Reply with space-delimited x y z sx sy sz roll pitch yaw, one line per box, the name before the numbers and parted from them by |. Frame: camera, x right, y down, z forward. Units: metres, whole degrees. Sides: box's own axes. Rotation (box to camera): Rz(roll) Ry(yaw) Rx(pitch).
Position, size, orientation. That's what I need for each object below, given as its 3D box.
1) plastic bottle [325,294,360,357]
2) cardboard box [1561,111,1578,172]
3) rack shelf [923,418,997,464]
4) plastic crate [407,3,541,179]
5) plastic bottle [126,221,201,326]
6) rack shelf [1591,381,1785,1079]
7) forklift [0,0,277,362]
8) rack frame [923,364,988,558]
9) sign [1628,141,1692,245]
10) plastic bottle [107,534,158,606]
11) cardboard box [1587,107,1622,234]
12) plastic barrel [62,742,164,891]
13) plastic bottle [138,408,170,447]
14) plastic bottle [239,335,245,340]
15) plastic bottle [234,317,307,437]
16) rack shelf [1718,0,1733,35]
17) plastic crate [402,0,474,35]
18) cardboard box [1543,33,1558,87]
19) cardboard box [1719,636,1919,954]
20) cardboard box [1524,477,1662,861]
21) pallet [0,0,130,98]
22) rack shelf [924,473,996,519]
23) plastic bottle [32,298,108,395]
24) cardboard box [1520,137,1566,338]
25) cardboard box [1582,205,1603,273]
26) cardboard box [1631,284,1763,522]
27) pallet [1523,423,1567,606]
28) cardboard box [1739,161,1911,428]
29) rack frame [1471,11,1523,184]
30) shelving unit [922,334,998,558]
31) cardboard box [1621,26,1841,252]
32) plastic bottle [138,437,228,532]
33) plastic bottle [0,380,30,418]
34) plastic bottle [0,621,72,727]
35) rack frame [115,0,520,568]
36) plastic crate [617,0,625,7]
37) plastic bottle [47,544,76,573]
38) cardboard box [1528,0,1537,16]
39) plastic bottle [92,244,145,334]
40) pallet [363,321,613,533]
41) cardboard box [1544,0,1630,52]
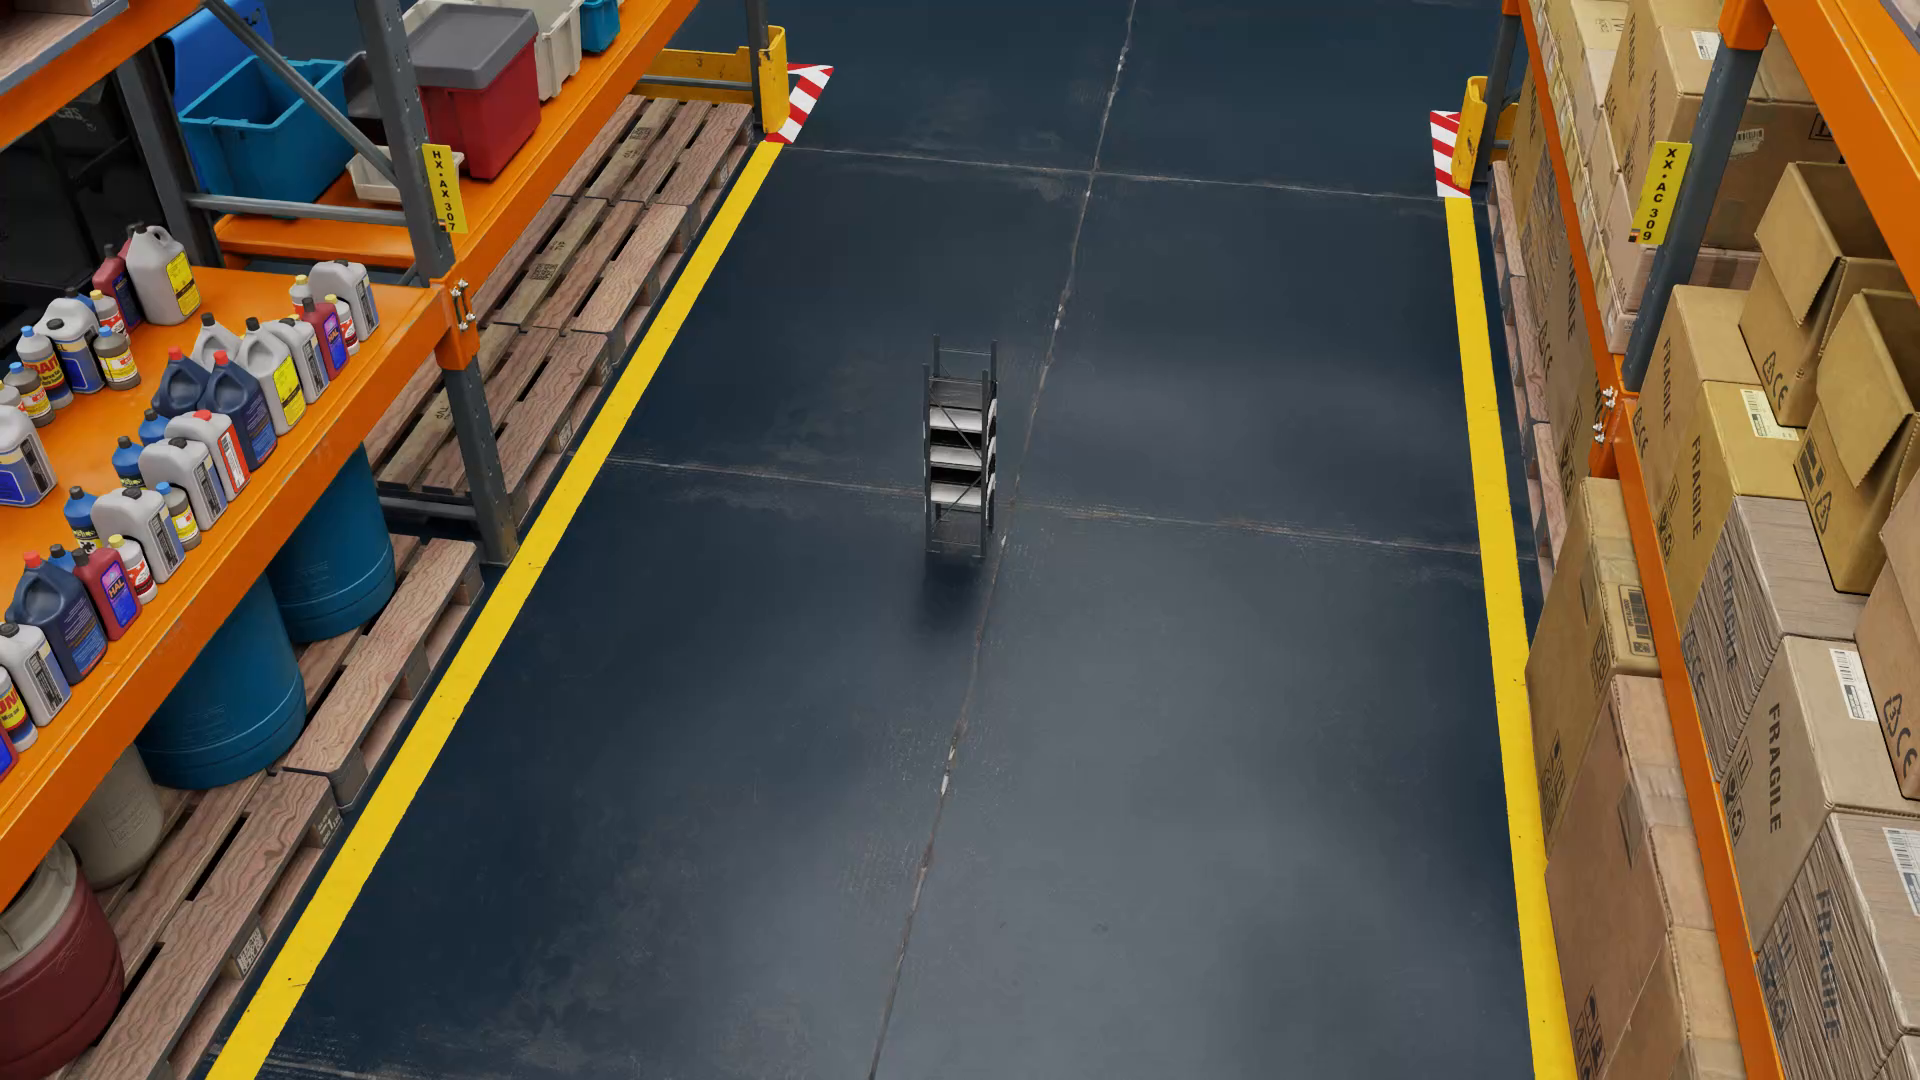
plastic bottle | -2.021 -0.702 5.401 0.097 0.201 0.097 0 40 0
cardboard box | 2.553 -1.529 6.442 0.380 0.149 0.250 6 40 7
rack shelf | 0.001 -0.396 6.433 0.258 0.077 0.200 6 40 8
plastic crate | -1.876 -1.718 6.377 0.402 0.464 0.583 6 40 8
plastic bottle | -2.665 -0.908 5.533 0.144 0.351 0.185 6 40 8
rack shelf | 2.254 0.941 3.822 1.077 0.370 4.000 6 40 8
forklift | -4.438 -2.362 7.307 1.130 2.935 3.031 9 40 10
rack frame | -0.016 -0.288 6.392 0.240 0.900 0.006 6 40 8
sign | 2.054 -1.016 4.883 0.100 0.325 0.005 6 40 8
plastic bottle | -2.235 0.074 4.463 0.097 0.201 0.097 0 40 0
cardboard box | 2.506 -1.279 5.828 0.500 0.250 0.500 8 40 9
plastic barrel | -2.697 0.788 5.066 0.421 0.512 0.421 0 40 0
plastic bottle | -2.304 -0.261 4.813 0.097 0.271 0.097 0 40 0
plastic bottle | -2.217 -0.551 5.218 0.097 0.201 0.097 0 40 0
plastic bottle | -2.114 -0.506 5.046 0.144 0.351 0.185 6 40 8
rack shelf | 2.947 -2.725 5.903 1.077 0.370 4.000 6 40 8
plastic crate | -2.272 -2.185 7.199 0.293 0.136 0.466 6 40 8
cardboard box | 2.686 -2.011 7.026 0.380 0.149 0.250 6 40 7
cardboard box | 2.017 0.586 3.609 0.500 0.500 0.500 7 40 9
cardboard box | 2.510 0.469 5.166 1.225 0.875 0.875 7 40 8
pallet | -2.510 -1.006 3.407 1.003 0.211 1.213 6 40 8
rack shelf | 0.001 -0.187 6.605 0.258 0.077 0.200 6 40 8
plastic bottle | -2.796 -0.612 5.233 0.152 0.276 0.135 6 40 8
cardboard box | 3.103 -1.463 7.504 0.875 0.875 0.875 6 40 8
cardboard box | 2.420 -1.045 5.857 0.380 0.149 0.250 6 40 7
cardboard box | 2.275 -0.369 4.764 0.500 0.500 0.500 7 40 8
pallet | 2.809 0.015 6.567 1.003 0.211 1.213 6 40 8
cardboard box | 2.498 -0.615 4.274 0.797 0.503 0.637 5 40 7
rack frame | 3.293 -3.102 8.148 1.000 3.000 0.127 6 40 8
shelving unit | 0.001 -0.352 6.469 0.258 0.900 0.210 6 40 8
cardboard box | 2.417 -1.255 5.210 0.500 0.500 0.500 7 40 9
plastic bottle | -2.201 -0.177 4.707 0.152 0.276 0.135 6 40 8
plastic bottle | -2.877 -0.391 5.025 0.097 0.201 0.097 0 40 0
plastic bottle | -2.337 0.314 4.113 0.152 0.276 0.135 6 40 8
rack frame | -2.278 -1.138 5.772 1.000 3.000 0.127 6 40 8
plastic crate | -1.670 -2.492 7.570 0.298 0.136 0.250 6 40 8
plastic bottle | -2.318 0.124 4.347 0.097 0.271 0.097 0 40 0
cardboard box | 2.819 -2.497 7.613 0.380 0.149 0.250 6 40 7
plastic bottle | -2.784 -0.826 5.486 0.061 0.283 0.133 6 40 8
pallet | -2.189 -0.529 7.224 1.003 0.211 1.213 6 40 8
cardboard box | 2.770 -2.245 6.996 0.500 0.250 0.500 5 40 6
